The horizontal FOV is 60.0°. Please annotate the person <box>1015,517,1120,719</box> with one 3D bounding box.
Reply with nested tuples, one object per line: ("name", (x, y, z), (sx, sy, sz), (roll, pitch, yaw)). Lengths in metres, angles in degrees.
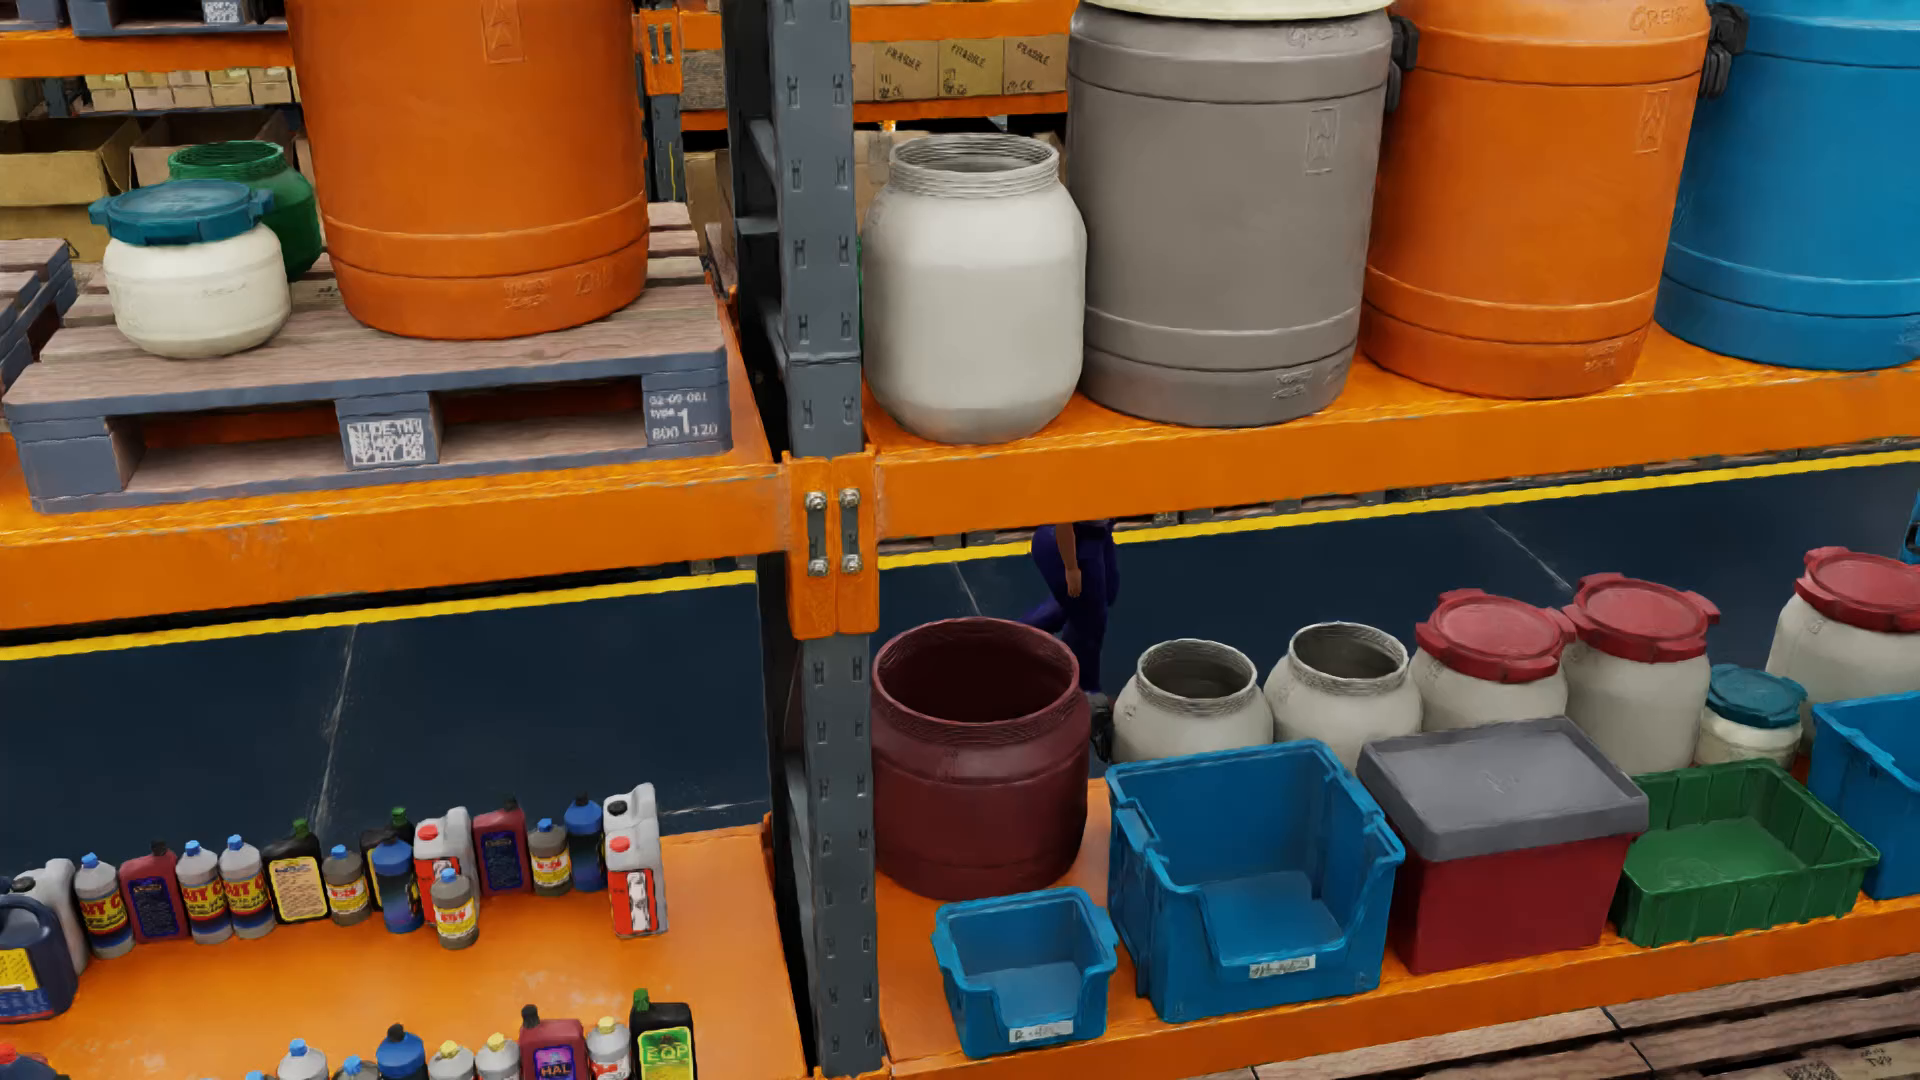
("person", (0.465, 0.004, 7.102), (0.605, 1.629, 0.511), (7, 28, 13))
